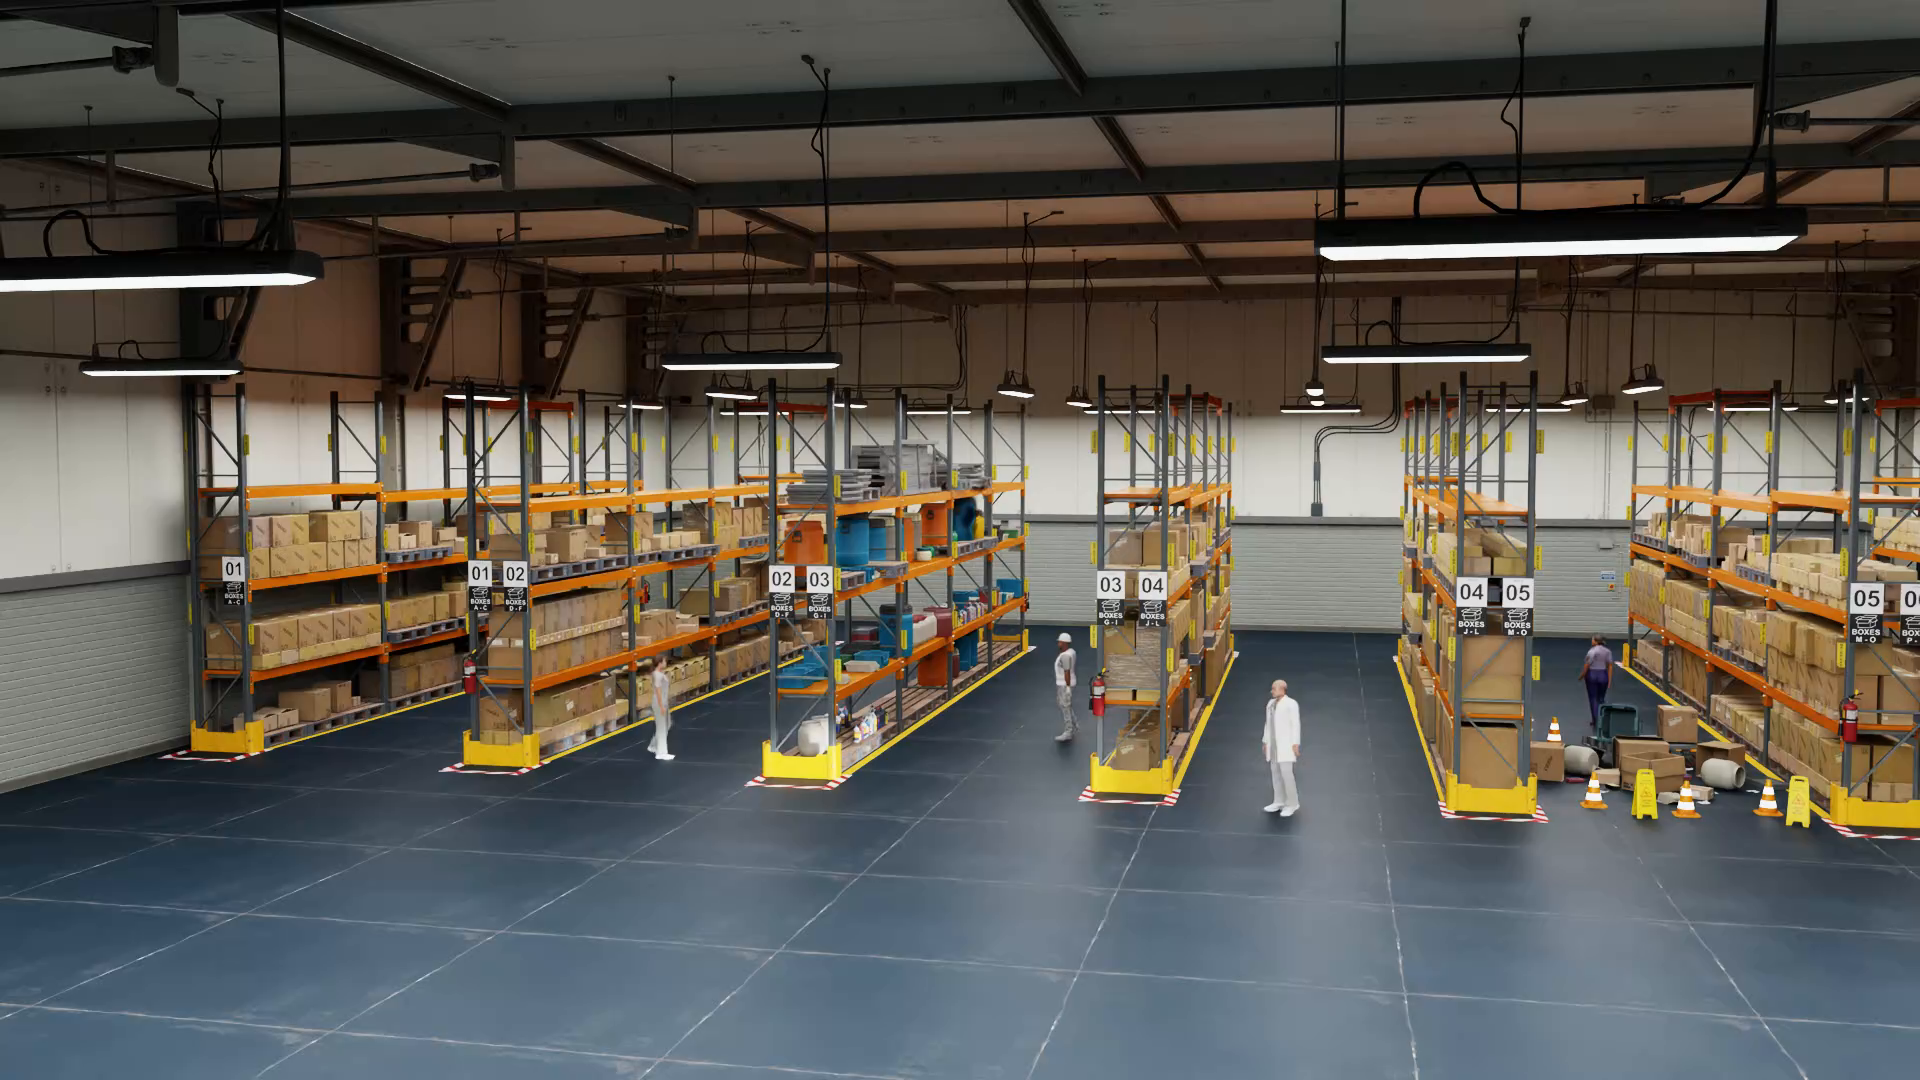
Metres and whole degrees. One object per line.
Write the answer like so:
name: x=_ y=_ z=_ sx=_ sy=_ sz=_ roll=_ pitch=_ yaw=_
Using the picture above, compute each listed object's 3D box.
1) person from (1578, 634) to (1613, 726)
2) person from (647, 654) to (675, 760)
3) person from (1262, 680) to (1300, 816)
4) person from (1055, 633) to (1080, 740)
person: x=11.296 y=2.489 z=29.532 sx=0.558 sy=1.664 sz=0.736 roll=0 pitch=3 yaw=5
person: x=-4.789 y=2.660 z=26.571 sx=0.464 sy=1.691 sz=0.521 roll=0 pitch=3 yaw=-5
person: x=4.346 y=2.828 z=22.691 sx=0.403 sy=1.833 sz=0.634 roll=-2 pitch=4 yaw=-31
person: x=1.824 y=2.478 z=28.247 sx=0.403 sy=1.794 sz=0.613 roll=1 pitch=3 yaw=11
